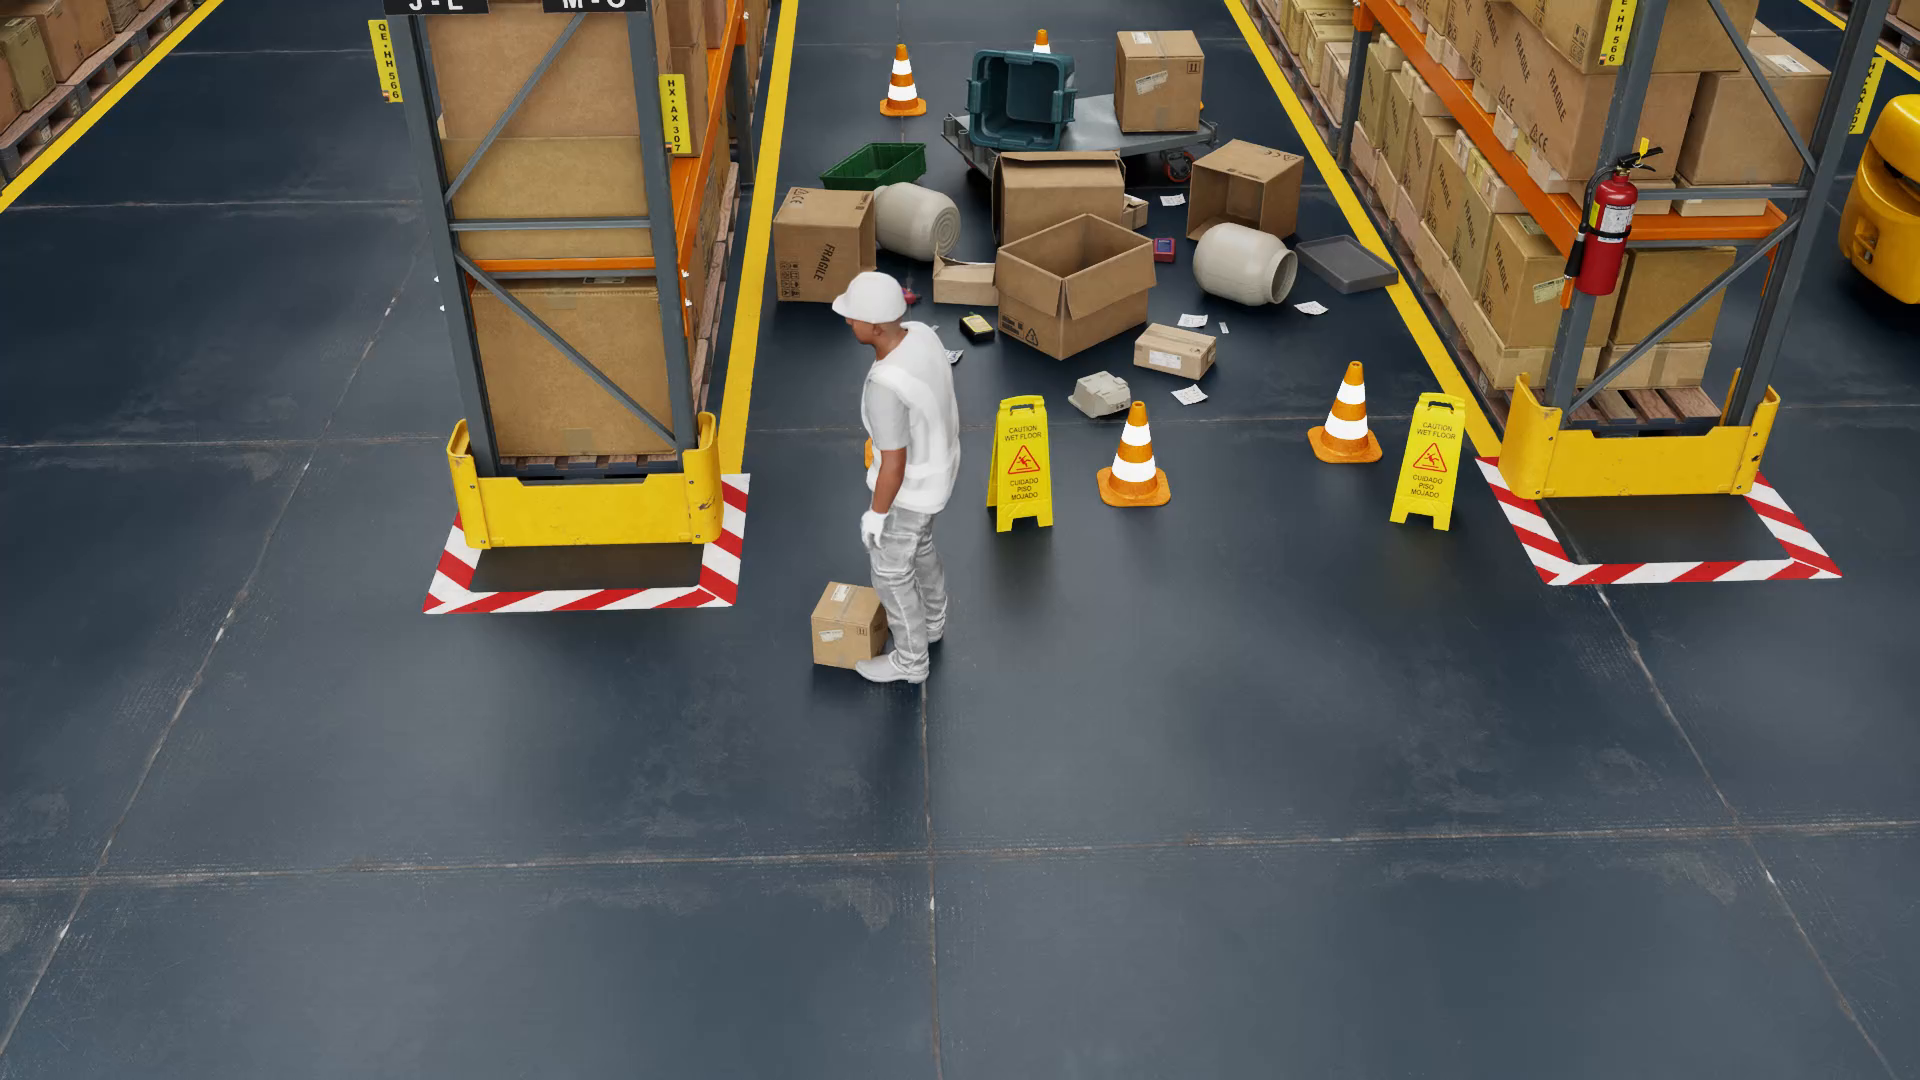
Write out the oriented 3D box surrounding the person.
[{"bbox_3d":[-0.236,-0.232,6.468,0.453,1.774,0.628,8,36,12],"label":"person"}]
